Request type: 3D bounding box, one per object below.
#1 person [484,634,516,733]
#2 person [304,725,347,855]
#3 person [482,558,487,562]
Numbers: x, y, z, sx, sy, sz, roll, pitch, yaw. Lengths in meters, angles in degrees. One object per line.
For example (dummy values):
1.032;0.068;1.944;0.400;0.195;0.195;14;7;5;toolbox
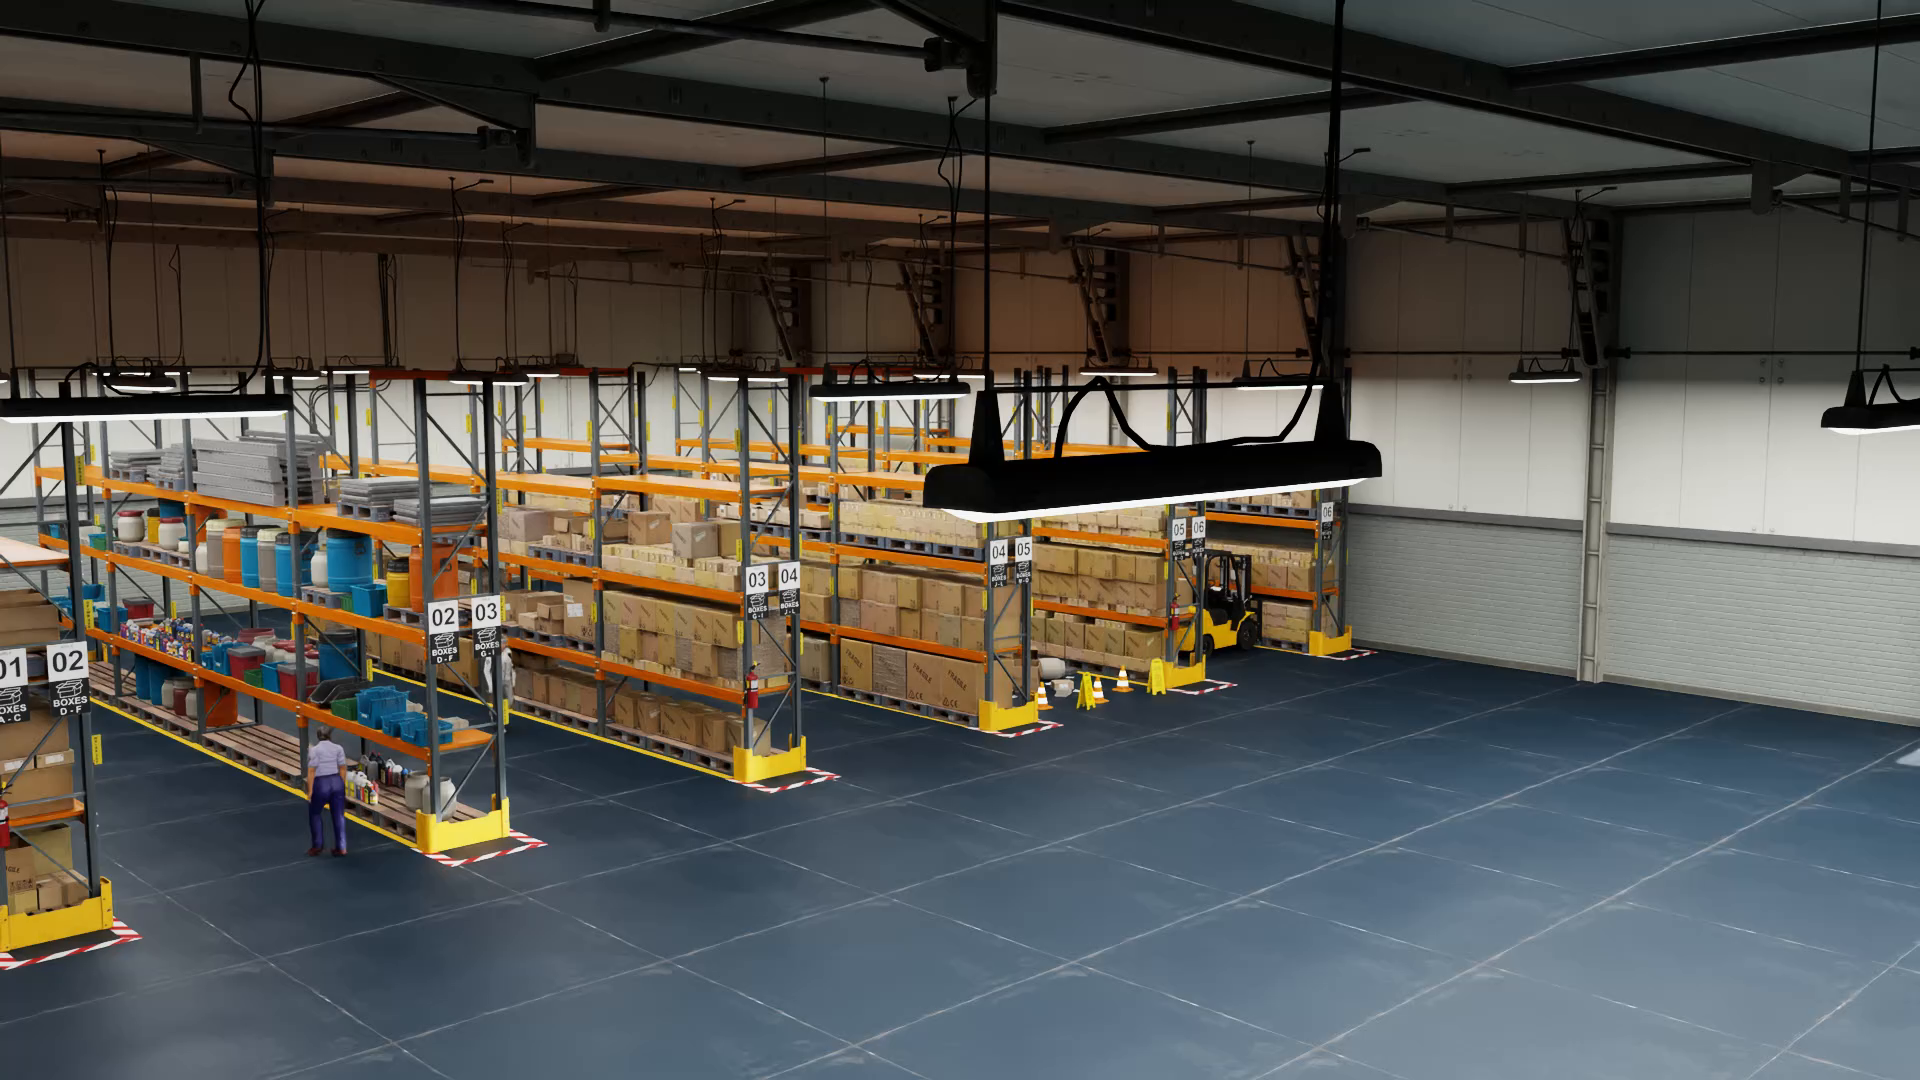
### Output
-7.750;2.377;27.899;0.549;1.659;0.583;6;8;41;person
-7.986;3.196;20.982;0.608;1.665;0.534;6;9;42;person
-10.888;1.200;37.838;1.081;1.709;0.678;6;9;43;person
